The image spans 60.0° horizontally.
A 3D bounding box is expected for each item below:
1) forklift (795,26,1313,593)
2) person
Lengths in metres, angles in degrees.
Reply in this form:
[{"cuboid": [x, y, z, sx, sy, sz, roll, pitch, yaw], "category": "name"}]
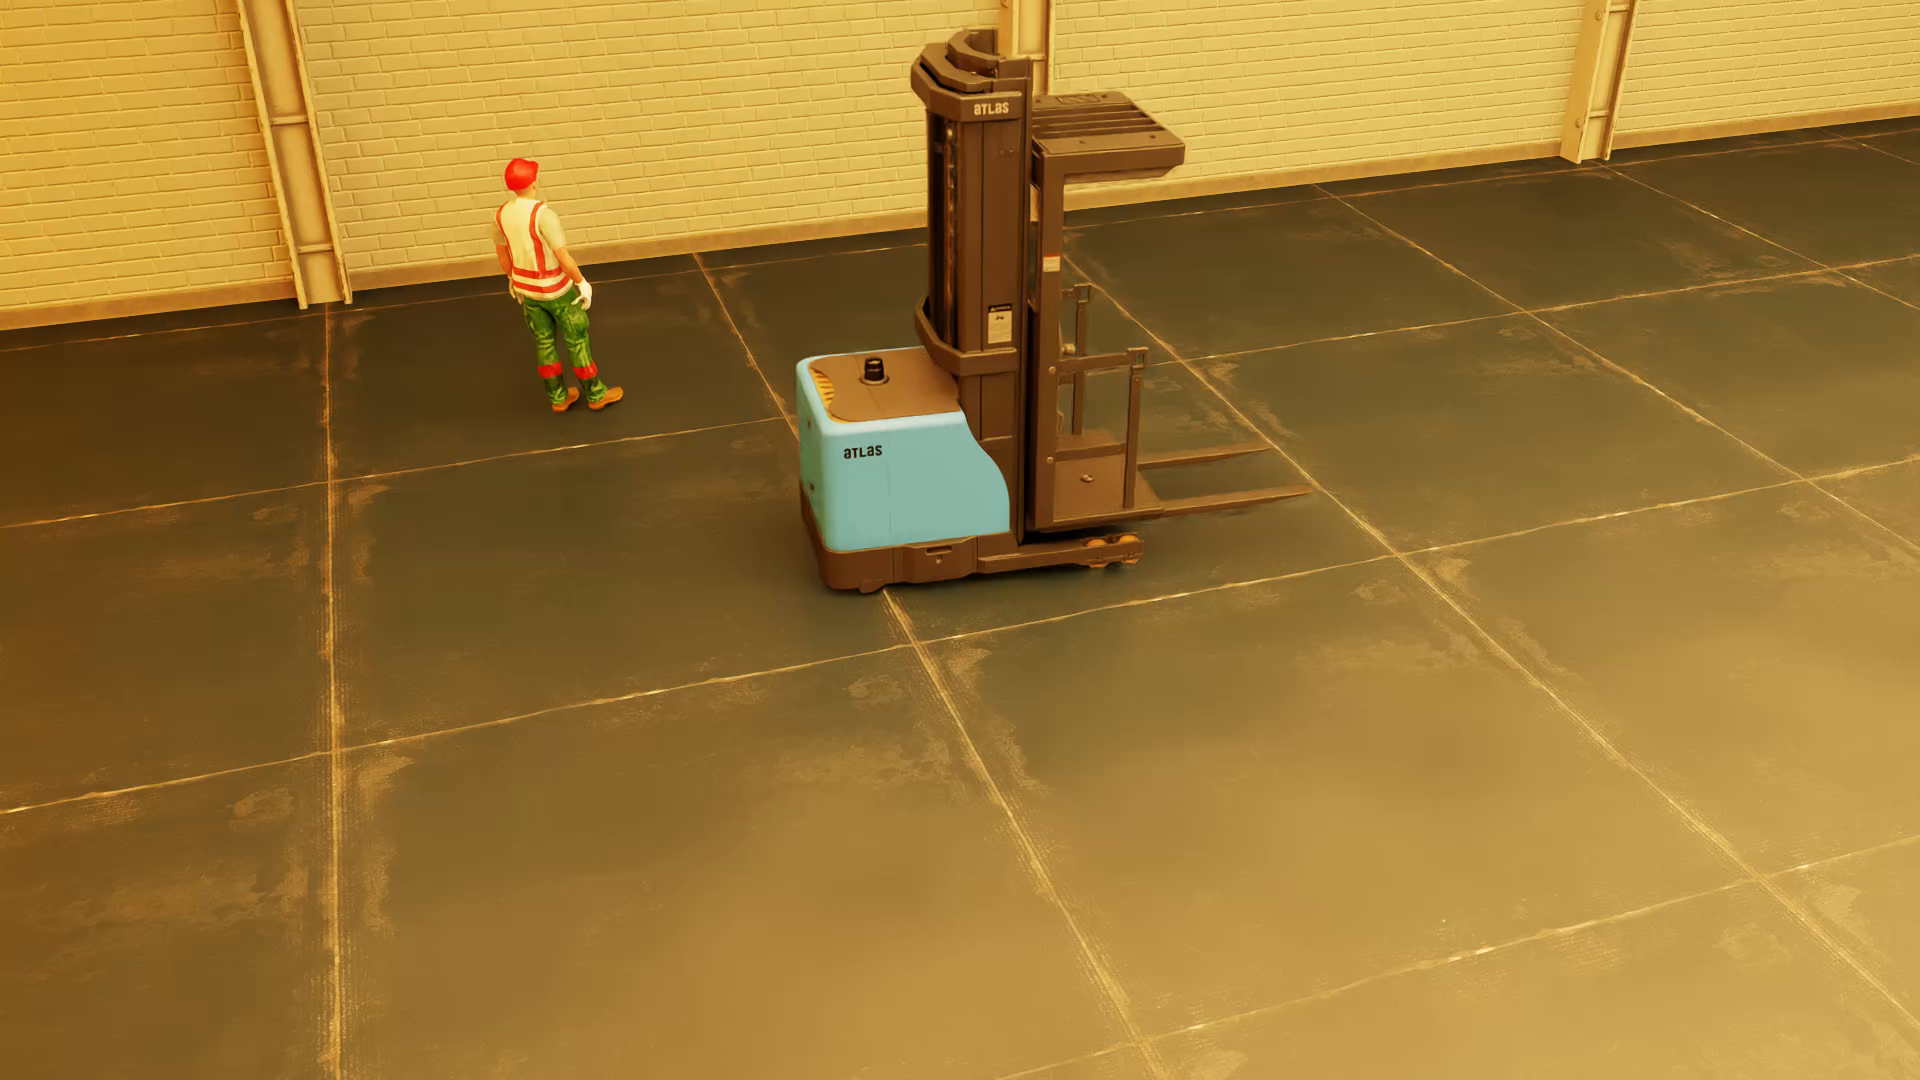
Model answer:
[{"cuboid": [0.597, -1.353, 9.439, 3.031, 2.935, 1.130, -7, 31, -12], "category": "forklift"}, {"cuboid": [-2.742, -1.728, 11.223, 0.643, 1.789, 0.565, 12, 32, 20], "category": "person"}]
